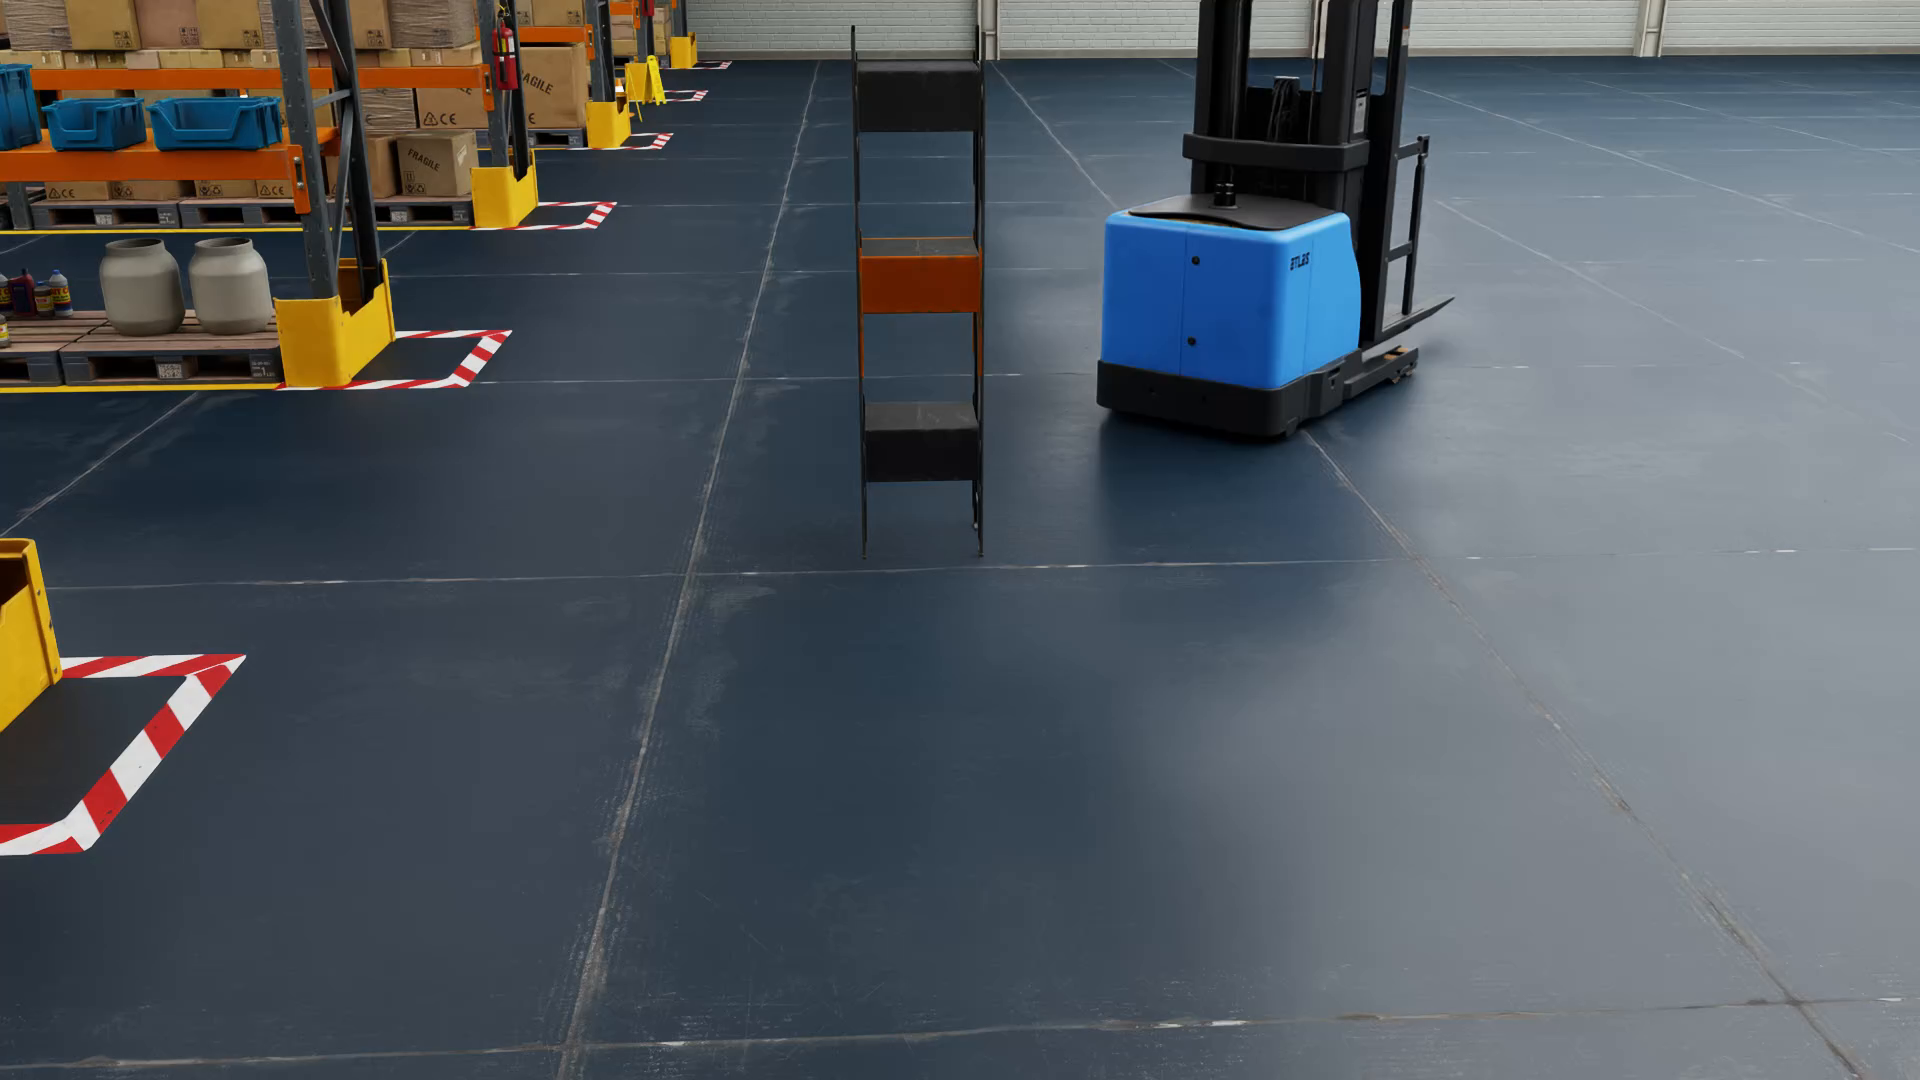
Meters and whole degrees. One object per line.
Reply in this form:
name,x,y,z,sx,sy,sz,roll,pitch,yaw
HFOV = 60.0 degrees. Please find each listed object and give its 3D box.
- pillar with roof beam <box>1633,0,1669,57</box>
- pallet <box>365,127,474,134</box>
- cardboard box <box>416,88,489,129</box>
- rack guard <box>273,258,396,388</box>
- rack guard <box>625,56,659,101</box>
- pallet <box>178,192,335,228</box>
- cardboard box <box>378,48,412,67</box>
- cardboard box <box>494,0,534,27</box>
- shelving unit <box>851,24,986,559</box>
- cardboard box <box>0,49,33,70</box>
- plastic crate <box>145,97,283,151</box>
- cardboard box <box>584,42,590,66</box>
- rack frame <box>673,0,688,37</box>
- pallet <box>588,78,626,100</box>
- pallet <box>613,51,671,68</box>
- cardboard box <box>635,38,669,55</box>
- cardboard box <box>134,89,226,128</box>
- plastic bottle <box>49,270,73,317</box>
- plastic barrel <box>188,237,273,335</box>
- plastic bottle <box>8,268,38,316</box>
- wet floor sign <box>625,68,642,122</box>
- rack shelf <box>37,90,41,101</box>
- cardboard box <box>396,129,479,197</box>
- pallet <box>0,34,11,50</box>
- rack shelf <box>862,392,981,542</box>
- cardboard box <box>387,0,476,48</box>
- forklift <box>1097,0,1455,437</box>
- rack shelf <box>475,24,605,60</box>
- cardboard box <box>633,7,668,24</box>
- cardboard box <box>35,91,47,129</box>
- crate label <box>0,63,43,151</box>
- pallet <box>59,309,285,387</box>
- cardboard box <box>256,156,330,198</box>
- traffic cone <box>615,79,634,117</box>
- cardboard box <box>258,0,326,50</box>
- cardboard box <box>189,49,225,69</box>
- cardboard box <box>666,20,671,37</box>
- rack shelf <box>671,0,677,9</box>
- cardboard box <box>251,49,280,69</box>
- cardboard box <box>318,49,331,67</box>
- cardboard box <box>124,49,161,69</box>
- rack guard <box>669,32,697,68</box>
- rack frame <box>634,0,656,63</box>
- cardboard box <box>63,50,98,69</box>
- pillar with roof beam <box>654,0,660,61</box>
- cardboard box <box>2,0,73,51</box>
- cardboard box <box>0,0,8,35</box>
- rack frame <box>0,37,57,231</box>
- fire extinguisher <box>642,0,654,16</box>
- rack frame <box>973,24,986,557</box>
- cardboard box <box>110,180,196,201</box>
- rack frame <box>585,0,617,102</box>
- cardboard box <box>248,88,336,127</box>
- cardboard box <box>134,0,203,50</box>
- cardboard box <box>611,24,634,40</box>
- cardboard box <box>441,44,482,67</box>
pillar with roof beam,12.728,-11.478,24.621,0.400,9.000,9.100,-1,21,-3
pallet,-6.080,-4.641,19.015,1.213,0.211,1.003,-1,21,-3
cardboard box,-5.623,-5.160,18.854,0.875,0.875,0.875,-1,21,-4
rack guard,-3.680,-1.302,9.839,0.348,0.500,1.175,-1,21,-3
rack guard,-4.531,-6.599,23.751,0.348,0.500,1.175,-1,21,-3
pallet,-5.993,-2.916,14.483,1.213,0.211,1.003,-1,21,-3
cardboard box,-4.658,-4.024,13.827,0.250,0.149,0.380,-1,21,-3
cardboard box,-4.987,-6.040,18.559,0.550,0.550,0.875,-1,21,-3
shelving unit,-0.165,-0.978,6.739,0.503,2.100,0.431,-1,21,-3
cardboard box,-7.651,-3.947,13.626,0.250,0.149,0.380,-1,21,-3
plastic crate,-4.089,-2.303,9.163,0.616,0.251,0.499,-1,21,-3
cardboard box,-5.240,-6.921,23.305,0.500,0.500,0.500,-1,21,-3
rack frame,-4.742,-9.532,27.941,0.127,3.000,1.000,-1,21,-3
pallet,-5.344,-6.460,23.792,1.213,0.211,1.003,-1,21,-3
pallet,-5.503,-8.198,28.358,1.213,0.211,1.003,-1,21,-3
cardboard box,-5.193,-8.321,28.036,0.500,0.250,0.500,-1,21,-3
cardboard box,-8.680,-5.031,18.692,0.750,0.750,1.050,-1,21,-3
plastic bottle,-5.434,-1.493,10.044,0.097,0.271,0.097,0,21,0
plastic barrel,-4.259,-1.482,9.704,0.421,0.512,0.421,0,21,0
plastic bottle,-5.662,-1.501,10.047,0.133,0.283,0.061,-1,21,-2
wet floor sign,-4.156,-5.616,20.965,0.232,0.644,0.267,-5,21,-12
rack shelf,-9.880,-3.790,13.872,4.000,0.370,1.077,-1,21,-3
cardboard box,-4.514,-3.270,14.416,0.500,0.500,0.500,3,21,7
pallet,-8.654,-4.114,13.979,1.213,0.211,1.003,-1,21,-3
rack shelf,-0.165,-0.311,6.992,0.480,0.518,0.431,-1,21,-3
cardboard box,-4.440,-4.433,13.989,0.500,0.500,0.875,-1,21,-3
forklift,1.993,-2.349,9.170,1.130,2.935,3.031,14,25,33
rack shelf,-6.068,-5.636,18.718,4.000,0.370,1.077,-1,21,-3
cardboard box,-5.184,-8.790,27.862,0.500,0.250,0.500,0,21,-1
cardboard box,-10.573,-4.994,18.594,0.750,0.750,1.050,-1,21,-2
crate label,-5.429,-2.372,9.086,0.616,0.435,0.502,-1,21,-3
pallet,-4.491,-1.153,9.852,1.213,0.211,1.003,-1,21,-3
cardboard box,-5.735,-3.239,14.337,0.500,0.500,0.500,1,21,2
traffic cone,-4.408,-5.729,21.517,0.334,0.463,0.336,-1,21,-3
cardboard box,-5.434,-4.385,13.864,0.500,0.500,0.875,-1,21,-3
cardboard box,-6.154,-3.982,13.718,0.250,0.149,0.380,-1,21,-3
cardboard box,-5.223,-8.741,28.436,0.500,0.250,0.500,-1,21,-2
rack shelf,-6.739,-9.155,27.963,4.000,0.370,1.077,-1,21,-3
cardboard box,-5.654,-3.984,13.723,0.250,0.149,0.380,-1,21,-3
cardboard box,-5.161,-4.034,13.853,0.250,0.149,0.380,-1,21,-3
cardboard box,-6.652,-3.961,13.663,0.250,0.149,0.380,-1,21,-3
rack guard,-4.718,-8.364,28.387,0.348,0.500,1.175,-1,21,-3
rack frame,-4.455,-7.769,23.310,0.127,3.000,1.000,-1,21,-3
cardboard box,-7.153,-3.963,13.666,0.250,0.149,0.380,-1,21,-3
pillar with roof beam,-5.243,-11.112,23.661,0.400,9.000,9.100,-1,21,-3
cardboard box,-7.430,-4.340,13.746,0.500,0.500,0.875,-1,21,-3
cardboard box,-8.684,-4.677,13.757,1.000,1.000,1.000,-1,21,-3
rack frame,-7.883,-4.167,13.850,0.127,3.000,1.000,-1,21,-3
fire extinguisher,-4.314,-7.571,22.900,0.183,0.674,0.296,-1,21,-3
rack frame,0.078,-0.983,6.752,0.015,2.100,0.400,-1,21,-3
cardboard box,-6.910,-3.203,14.242,0.500,0.500,0.500,5,22,14
rack frame,-4.072,-6.012,18.697,0.127,3.000,1.000,-1,21,-3
cardboard box,-7.433,-5.122,18.755,0.875,0.875,0.875,-1,21,-2
cardboard box,-6.435,-4.384,13.860,0.500,0.500,0.875,-1,21,-3
cardboard box,-5.712,-8.549,27.932,0.500,0.250,0.500,-1,21,-4
cardboard box,-4.162,-4.052,13.901,0.250,0.149,0.380,-1,21,-3
